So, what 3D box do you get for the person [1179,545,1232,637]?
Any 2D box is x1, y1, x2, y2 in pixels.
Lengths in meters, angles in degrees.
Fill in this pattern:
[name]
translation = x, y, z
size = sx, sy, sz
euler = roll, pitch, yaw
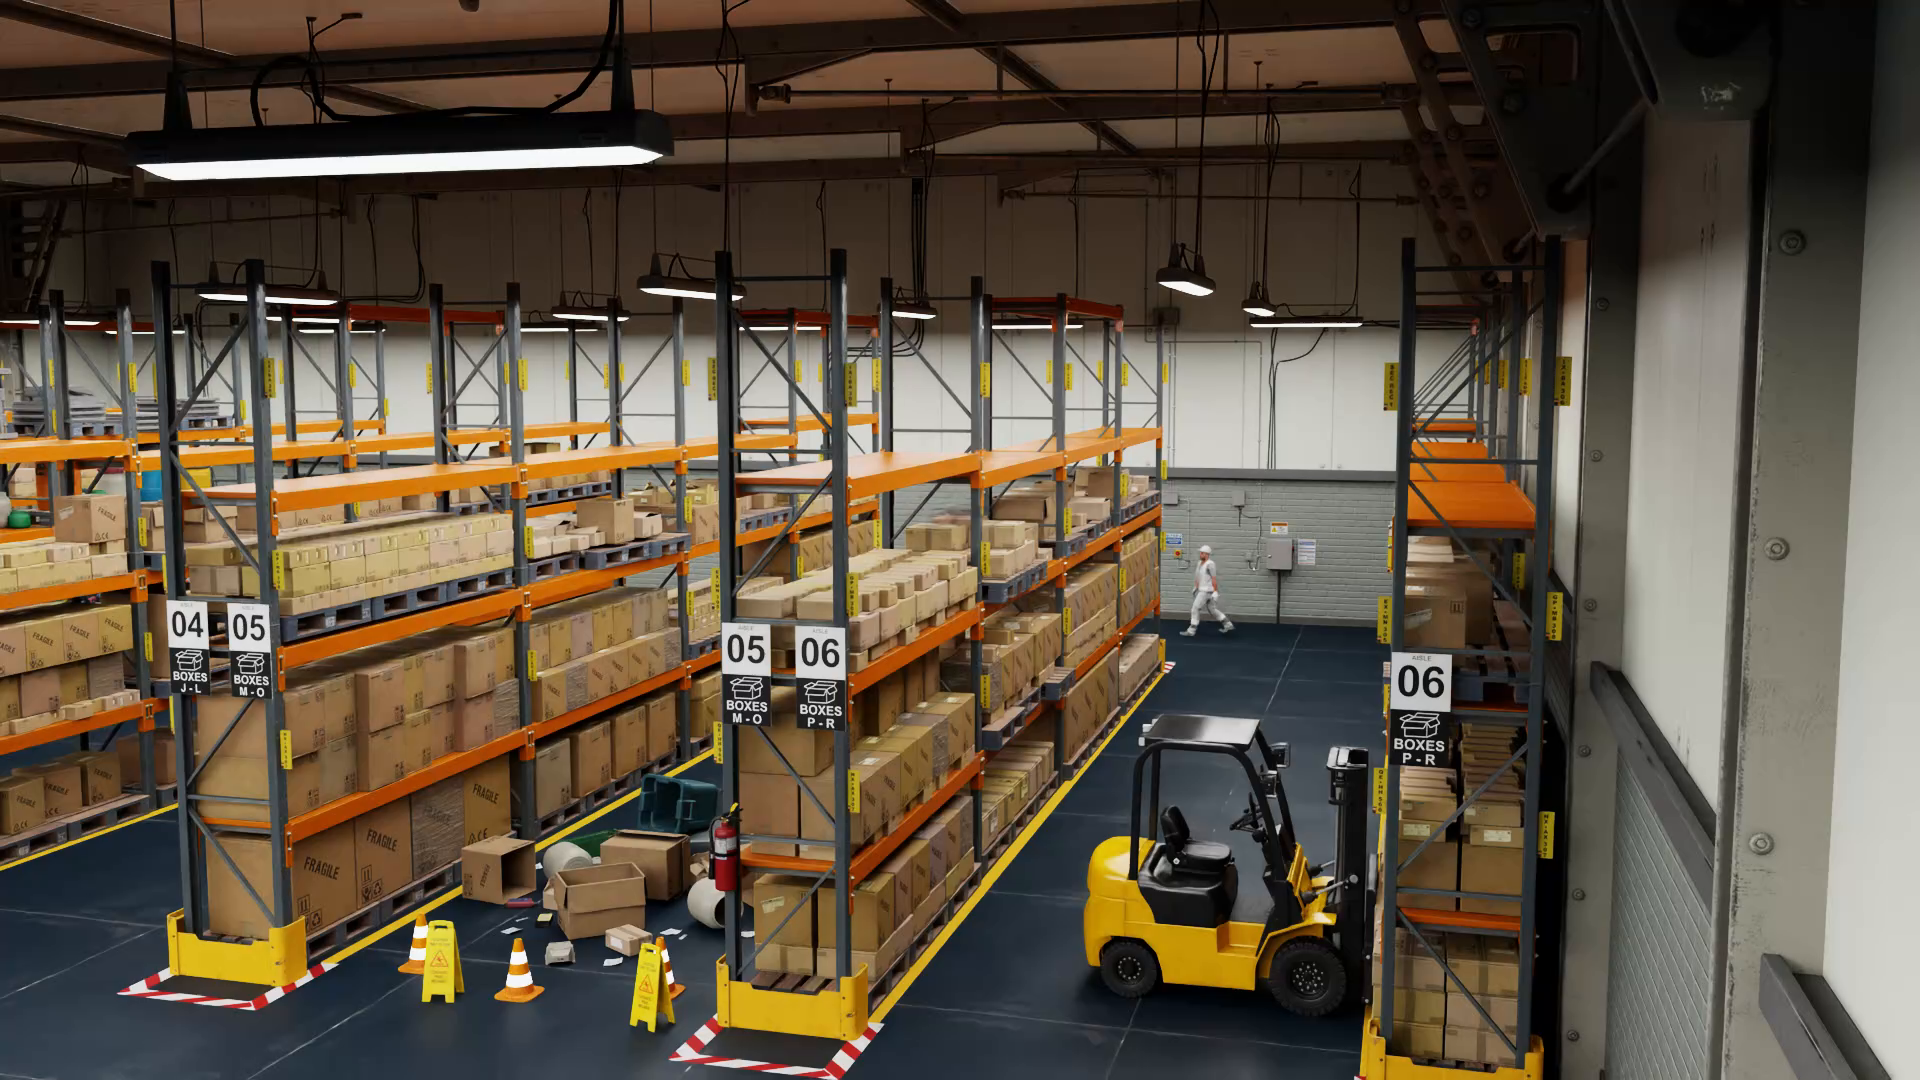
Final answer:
[person]
translation = 4.660, 0.962, 31.481
size = 1.015, 1.756, 0.490
euler = 0, 6, 3
